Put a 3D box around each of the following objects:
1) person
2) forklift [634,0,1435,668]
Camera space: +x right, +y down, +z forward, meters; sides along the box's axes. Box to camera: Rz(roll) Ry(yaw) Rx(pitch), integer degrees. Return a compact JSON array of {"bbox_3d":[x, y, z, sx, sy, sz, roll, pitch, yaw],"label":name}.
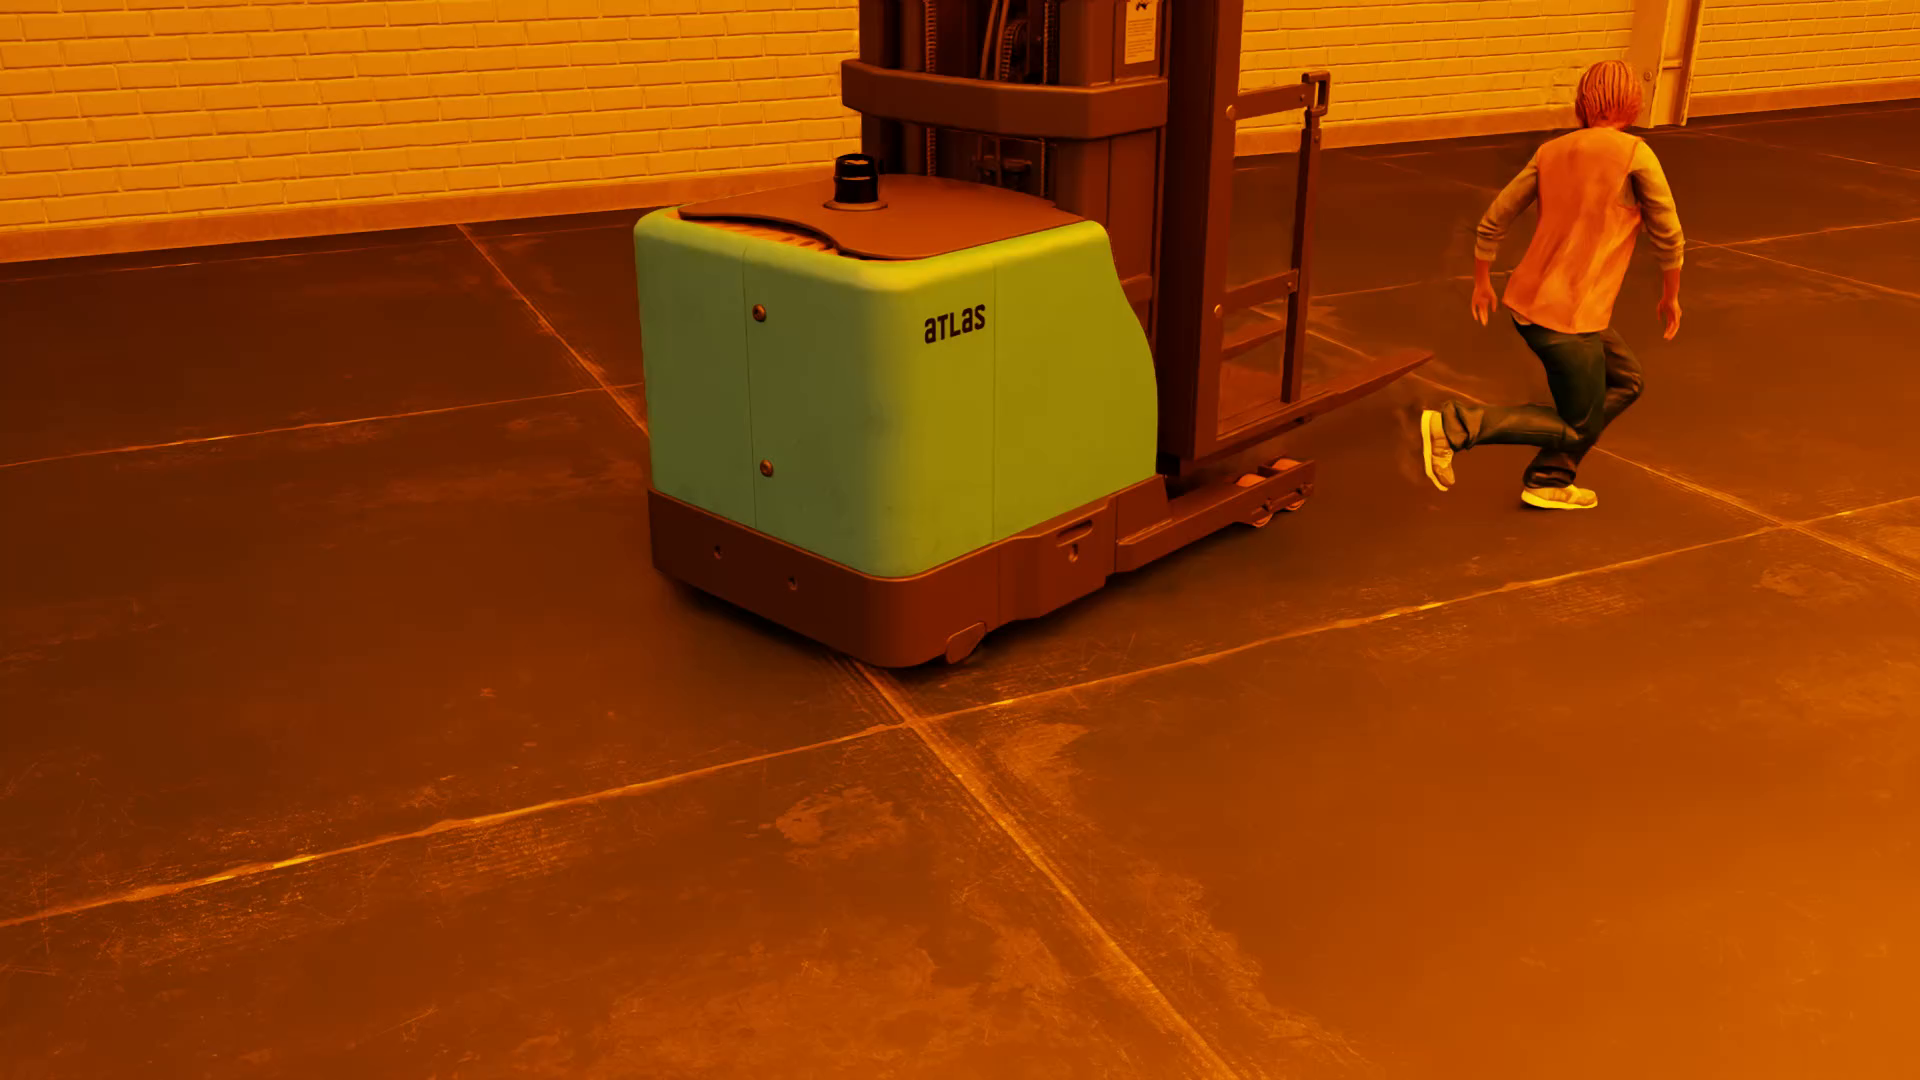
[{"bbox_3d":[1.820,-0.753,5.137,0.751,1.400,0.542,-3,23,-7],"label":"person"},{"bbox_3d":[0.495,-1.512,4.925,1.130,2.935,3.031,20,30,39],"label":"forklift"}]
